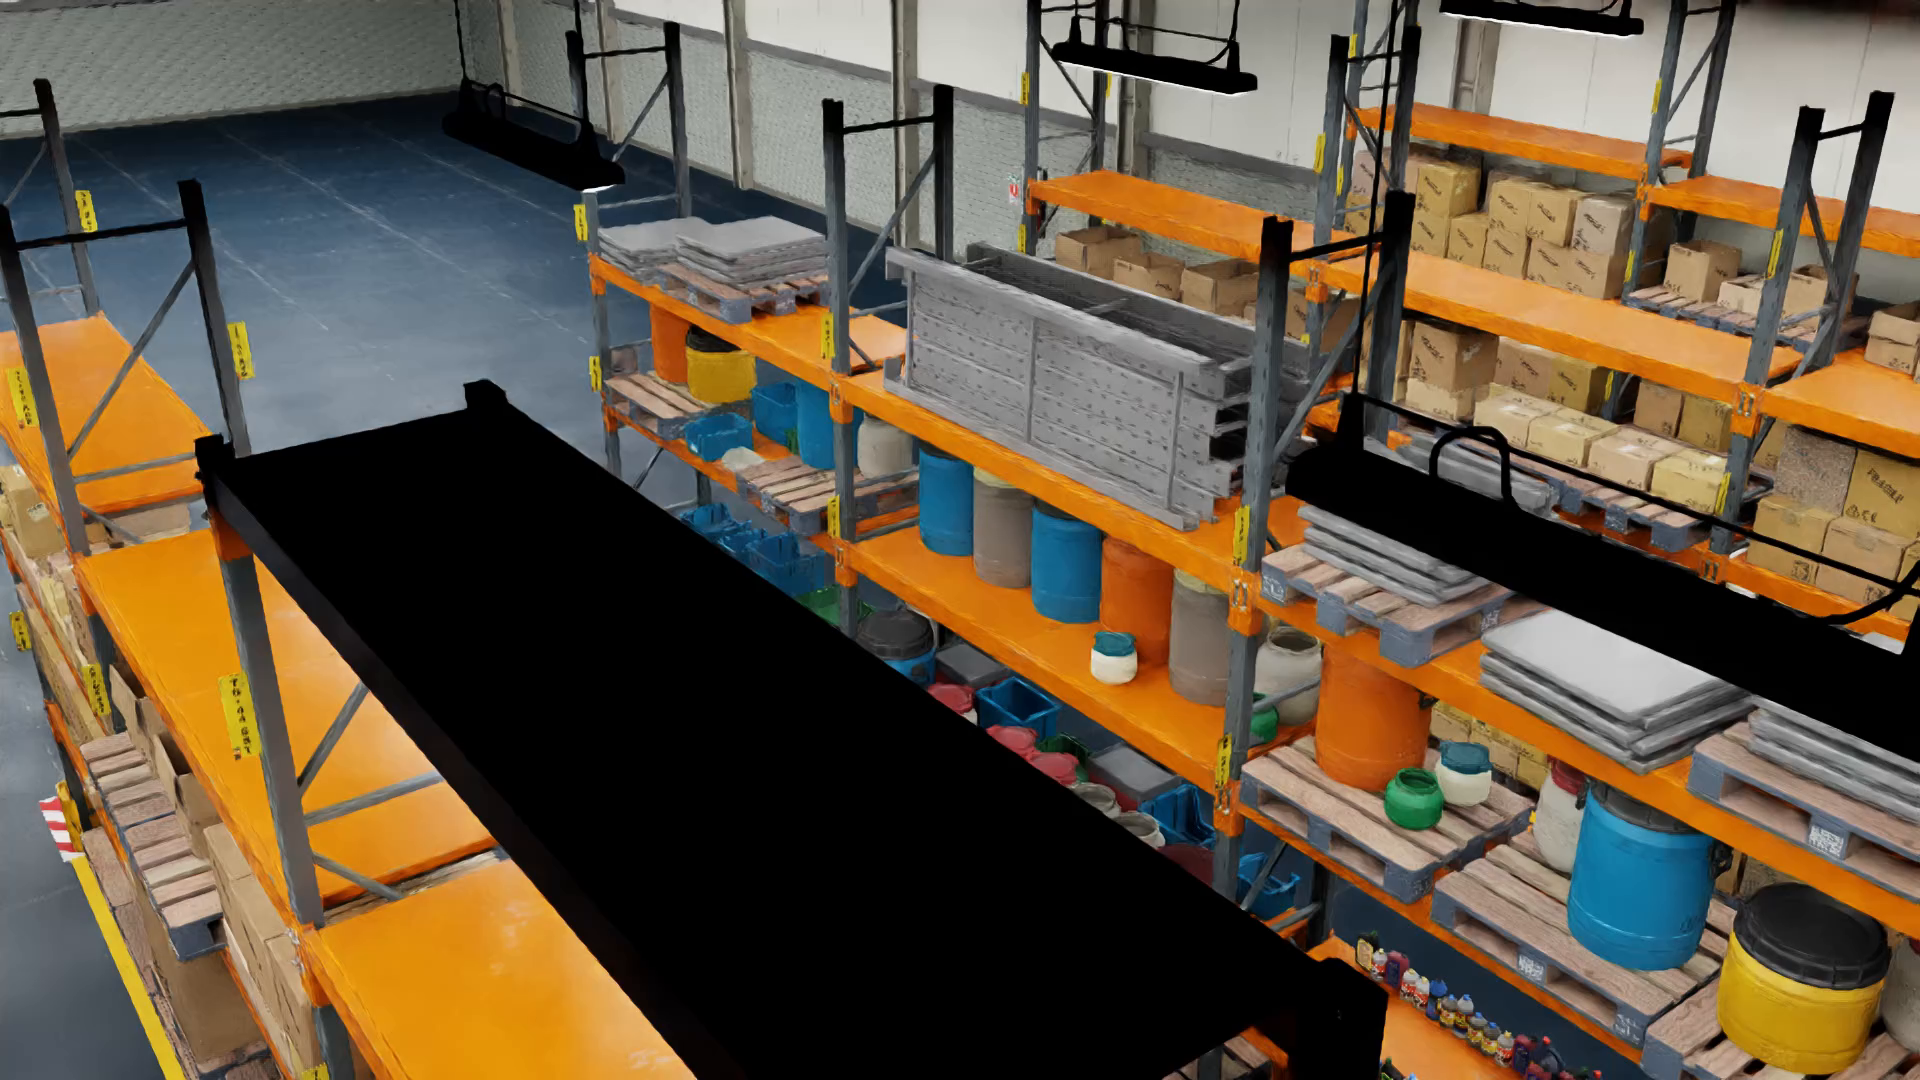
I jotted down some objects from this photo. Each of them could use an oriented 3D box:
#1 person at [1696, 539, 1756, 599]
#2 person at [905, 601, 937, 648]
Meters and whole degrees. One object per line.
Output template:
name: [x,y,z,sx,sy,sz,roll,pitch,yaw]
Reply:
person: [7.145,0.772,15.517,0.712,1.520,0.884,-15,29,-29]
person: [-0.297,0.643,15.546,0.543,1.700,1.119,-19,31,-35]
